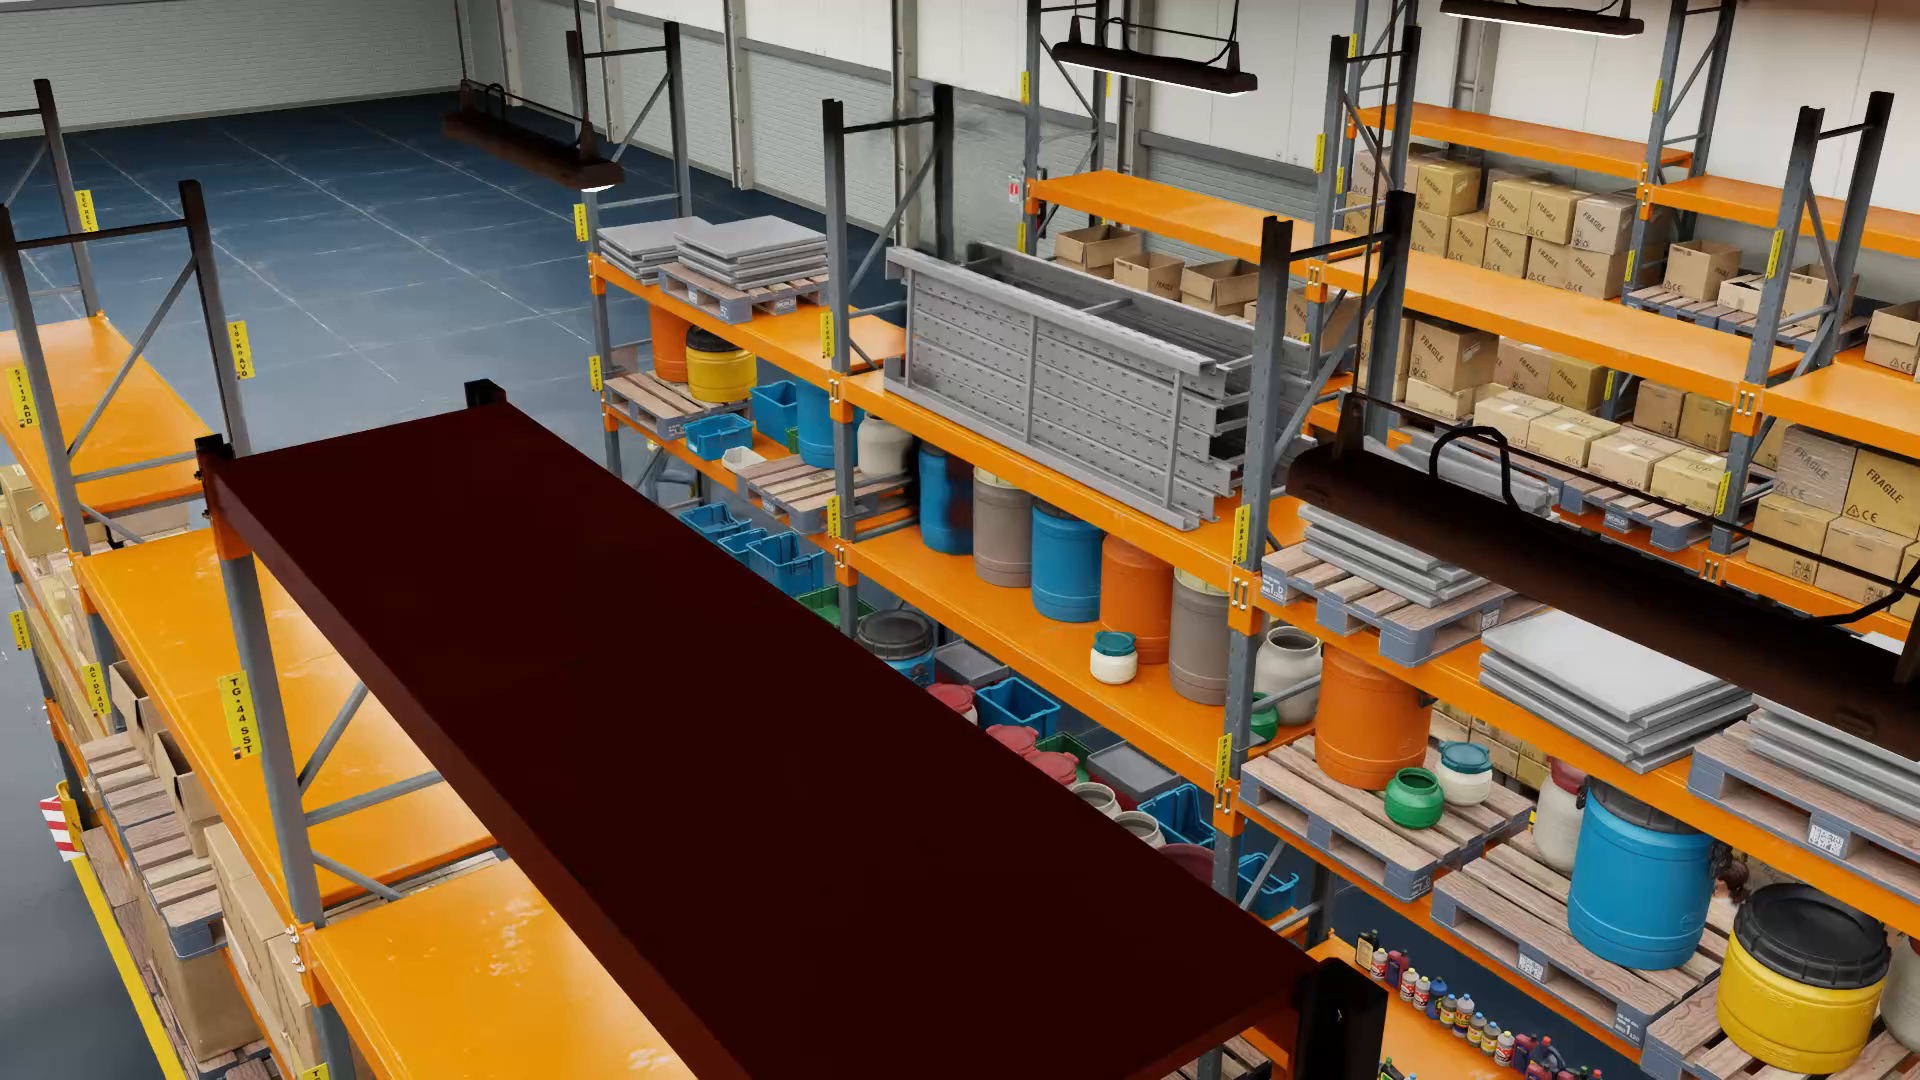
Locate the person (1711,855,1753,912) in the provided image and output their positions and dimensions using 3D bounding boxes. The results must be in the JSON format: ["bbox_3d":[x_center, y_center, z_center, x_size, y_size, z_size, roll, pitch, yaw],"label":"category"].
[{"bbox_3d":[4.908,2.777,10.927,0.558,1.677,0.942,-22,32,-38],"label":"person"}]

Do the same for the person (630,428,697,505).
[{"bbox_3d":[-3.436,-1.079,19.250,0.895,1.749,0.709,-6,26,-14],"label":"person"}]
